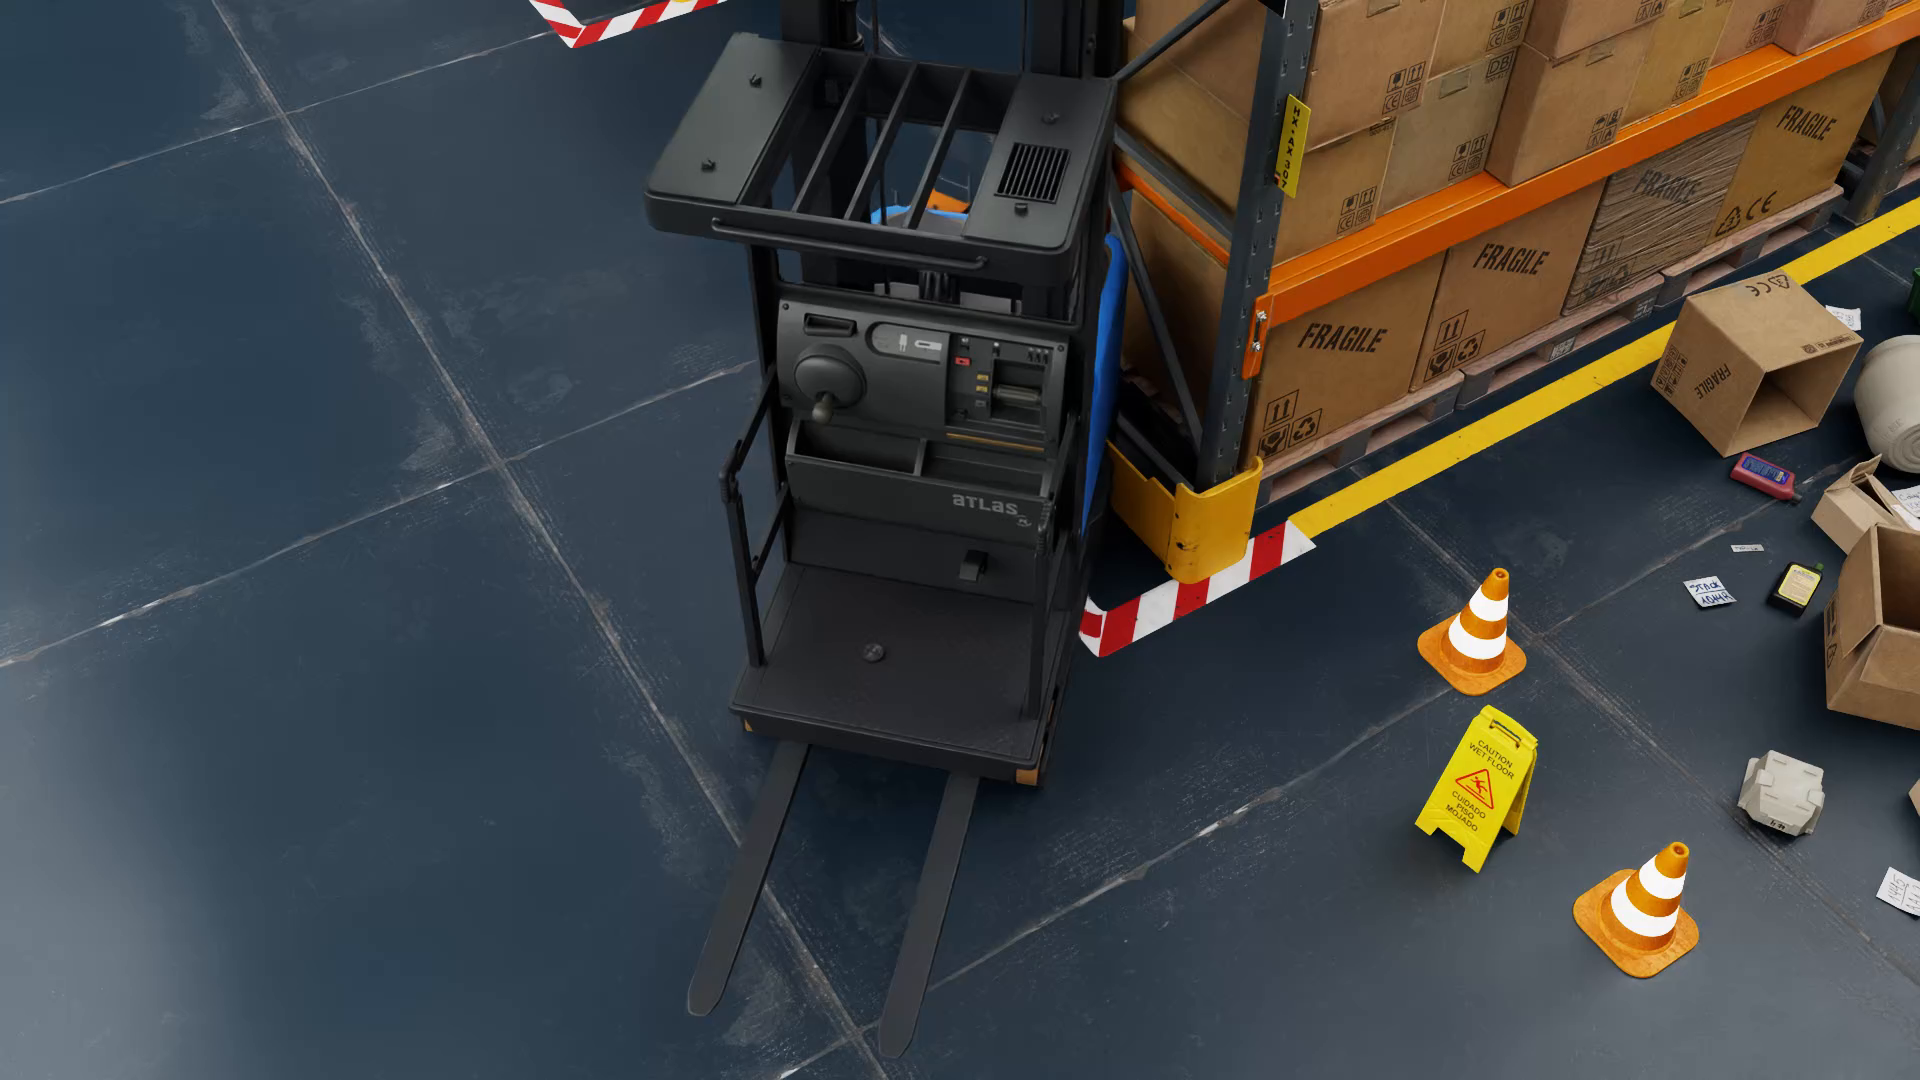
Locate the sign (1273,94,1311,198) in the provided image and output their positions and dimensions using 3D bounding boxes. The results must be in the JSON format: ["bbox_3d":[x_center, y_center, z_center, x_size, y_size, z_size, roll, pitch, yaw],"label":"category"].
[{"bbox_3d":[1.024,-1.213,5.134,0.005,0.325,0.100,-25,53,-21],"label":"sign"}]

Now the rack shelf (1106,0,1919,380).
[{"bbox_3d":[2.424,-1.809,6.780,4.000,0.370,1.077,-25,53,-21],"label":"rack shelf"}]

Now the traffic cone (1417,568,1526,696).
[{"bbox_3d":[1.940,0.278,6.138,0.334,0.463,0.336,-25,53,-21],"label":"traffic cone"}]

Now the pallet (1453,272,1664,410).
[{"bbox_3d":[2.398,-1.175,7.601,1.213,0.211,1.003,-25,53,-21],"label":"pallet"}]

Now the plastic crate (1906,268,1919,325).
[{"bbox_3d":[4.668,-1.033,7.451,0.662,0.188,0.450,-2,38,-1],"label":"plastic crate"}]

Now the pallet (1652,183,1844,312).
[{"bbox_3d":[3.431,-1.664,8.036,1.213,0.211,1.003,-25,53,-21],"label":"pallet"}]

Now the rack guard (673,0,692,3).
[{"bbox_3d":[-1.764,-3.623,9.587,0.348,0.500,1.175,-25,53,-21],"label":"rack guard"}]

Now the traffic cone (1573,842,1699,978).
[{"bbox_3d":[2.255,1.127,5.382,0.334,0.463,0.336,-25,53,-21],"label":"traffic cone"}]

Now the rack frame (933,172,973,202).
[{"bbox_3d":[-0.037,-1.143,7.010,0.200,1.050,0.008,26,53,21],"label":"rack frame"}]

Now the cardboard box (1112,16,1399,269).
[{"bbox_3d":[1.022,-1.478,5.902,0.550,0.550,0.875,-25,53,-21],"label":"cardboard box"}]

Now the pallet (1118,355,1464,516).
[{"bbox_3d":[1.367,-0.692,7.170,1.213,0.211,1.003,-25,53,-21],"label":"pallet"}]

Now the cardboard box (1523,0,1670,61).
[{"bbox_3d":[2.029,-2.199,5.821,0.550,0.550,0.875,-25,53,-21],"label":"cardboard box"}]

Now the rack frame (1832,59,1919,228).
[{"bbox_3d":[4.116,-2.845,7.221,0.127,3.000,1.000,-25,53,-21],"label":"rack frame"}]

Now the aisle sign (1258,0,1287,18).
[{"bbox_3d":[0.833,-1.898,4.636,0.004,0.787,0.394,-25,53,-21],"label":"aisle sign"}]

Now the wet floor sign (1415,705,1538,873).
[{"bbox_3d":[1.765,0.794,5.556,0.232,0.644,0.267,-34,57,-27],"label":"wet floor sign"}]

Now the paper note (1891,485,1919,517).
[{"bbox_3d":[3.944,-0.158,6.821,0.155,0.023,0.172,-9,49,-8],"label":"paper note"}]

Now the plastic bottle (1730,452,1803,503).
[{"bbox_3d":[3.352,-0.252,6.879,0.283,0.061,0.133,30,55,24],"label":"plastic bottle"}]

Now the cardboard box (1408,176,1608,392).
[{"bbox_3d":[2.014,-1.348,7.029,0.875,0.875,0.875,-26,53,-21],"label":"cardboard box"}]

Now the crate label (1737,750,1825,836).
[{"bbox_3d":[2.887,0.883,5.818,0.250,0.136,0.298,21,52,18],"label":"crate label"}]

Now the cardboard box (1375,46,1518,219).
[{"bbox_3d":[1.476,-1.711,6.110,0.550,0.550,0.875,-25,53,-21],"label":"cardboard box"}]

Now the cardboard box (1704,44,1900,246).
[{"bbox_3d":[3.546,-2.072,7.673,0.875,0.875,0.875,-24,53,-20],"label":"cardboard box"}]

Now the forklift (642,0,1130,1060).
[{"bbox_3d":[-0.170,-0.421,5.107,1.130,2.935,3.031,10,49,9],"label":"forklift"}]

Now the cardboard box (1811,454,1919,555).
[{"bbox_3d":[3.645,-0.088,6.596,0.258,0.266,0.396,-17,51,-15],"label":"cardboard box"}]

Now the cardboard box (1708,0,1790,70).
[{"bbox_3d":[2.837,-2.366,6.694,0.550,0.550,0.875,-25,53,-21],"label":"cardboard box"}]

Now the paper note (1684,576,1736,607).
[{"bbox_3d":[2.930,0.201,6.497,0.142,0.017,0.144,-9,49,-8],"label":"paper note"}]

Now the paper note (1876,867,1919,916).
[{"bbox_3d":[3.197,1.188,5.617,0.148,0.019,0.142,30,55,24],"label":"paper note"}]

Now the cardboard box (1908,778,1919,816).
[{"bbox_3d":[3.489,0.985,5.718,0.250,0.149,0.380,-2,48,-1],"label":"cardboard box"}]

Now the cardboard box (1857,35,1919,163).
[{"bbox_3d":[4.593,-2.541,8.175,0.750,0.750,1.050,-25,53,-21],"label":"cardboard box"}]

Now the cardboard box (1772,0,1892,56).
[{"bbox_3d":[3.357,-2.507,6.819,0.550,0.550,0.875,-25,53,-21],"label":"cardboard box"}]

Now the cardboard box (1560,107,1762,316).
[{"bbox_3d":[2.786,-1.710,7.351,0.875,0.875,0.875,-25,53,-21],"label":"cardboard box"}]

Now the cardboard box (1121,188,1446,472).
[{"bbox_3d":[1.271,-0.996,6.716,0.875,0.875,0.875,-25,53,-21],"label":"cardboard box"}]

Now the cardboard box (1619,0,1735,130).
[{"bbox_3d":[2.443,-2.092,6.449,0.500,0.550,0.875,-25,53,-21],"label":"cardboard box"}]

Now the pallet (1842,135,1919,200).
[{"bbox_3d":[4.728,-2.273,8.578,1.213,0.211,1.003,-25,53,-21],"label":"pallet"}]

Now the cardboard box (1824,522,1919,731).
[{"bbox_3d":[3.594,0.366,6.032,0.797,0.503,0.637,13,50,12],"label":"cardboard box"}]

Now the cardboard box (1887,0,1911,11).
[{"bbox_3d":[3.810,-2.741,7.027,0.550,0.550,0.875,-25,53,-21],"label":"cardboard box"}]

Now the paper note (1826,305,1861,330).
[{"bbox_3d":[4.030,-1.018,7.581,0.147,0.020,0.142,13,50,12],"label":"paper note"}]

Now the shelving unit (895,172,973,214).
[{"bbox_3d":[-0.104,-1.067,6.942,0.215,1.050,0.252,26,53,21],"label":"shelving unit"}]

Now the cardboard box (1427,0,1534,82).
[{"bbox_3d":[1.483,-2.061,5.699,0.550,0.550,0.875,-25,53,-21],"label":"cardboard box"}]

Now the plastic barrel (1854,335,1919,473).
[{"bbox_3d":[3.975,-0.568,6.917,0.421,0.421,0.512,6,49,5],"label":"plastic barrel"}]

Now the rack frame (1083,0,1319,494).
[{"bbox_3d":[0.733,-1.251,5.801,0.127,3.000,1.000,-25,53,-21],"label":"rack frame"}]

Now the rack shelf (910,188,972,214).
[{"bbox_3d":[-0.103,-1.248,6.738,0.215,0.259,0.240,26,53,21],"label":"rack shelf"}]

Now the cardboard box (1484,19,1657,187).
[{"bbox_3d":[2.016,-1.855,6.238,0.550,0.550,0.875,-25,53,-21],"label":"cardboard box"}]

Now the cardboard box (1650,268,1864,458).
[{"bbox_3d":[3.350,-0.748,7.025,0.500,0.500,0.500,-17,51,-15],"label":"cardboard box"}]

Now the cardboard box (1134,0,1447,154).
[{"bbox_3d":[1.067,-1.784,5.452,0.550,0.550,0.875,-25,53,-21],"label":"cardboard box"}]

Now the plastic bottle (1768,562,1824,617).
[{"bbox_3d":[3.277,0.171,6.502,0.133,0.061,0.283,30,55,24],"label":"plastic bottle"}]

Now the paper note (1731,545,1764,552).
[{"bbox_3d":[3.154,0.032,6.660,0.123,0.001,0.032,-2,48,-1],"label":"paper note"}]

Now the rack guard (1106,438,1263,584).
[{"bbox_3d":[0.712,-0.411,6.726,0.348,0.500,1.175,-25,53,-21],"label":"rack guard"}]

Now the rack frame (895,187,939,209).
[{"bbox_3d":[-0.170,-0.991,6.874,0.200,1.050,0.008,26,53,21],"label":"rack frame"}]
